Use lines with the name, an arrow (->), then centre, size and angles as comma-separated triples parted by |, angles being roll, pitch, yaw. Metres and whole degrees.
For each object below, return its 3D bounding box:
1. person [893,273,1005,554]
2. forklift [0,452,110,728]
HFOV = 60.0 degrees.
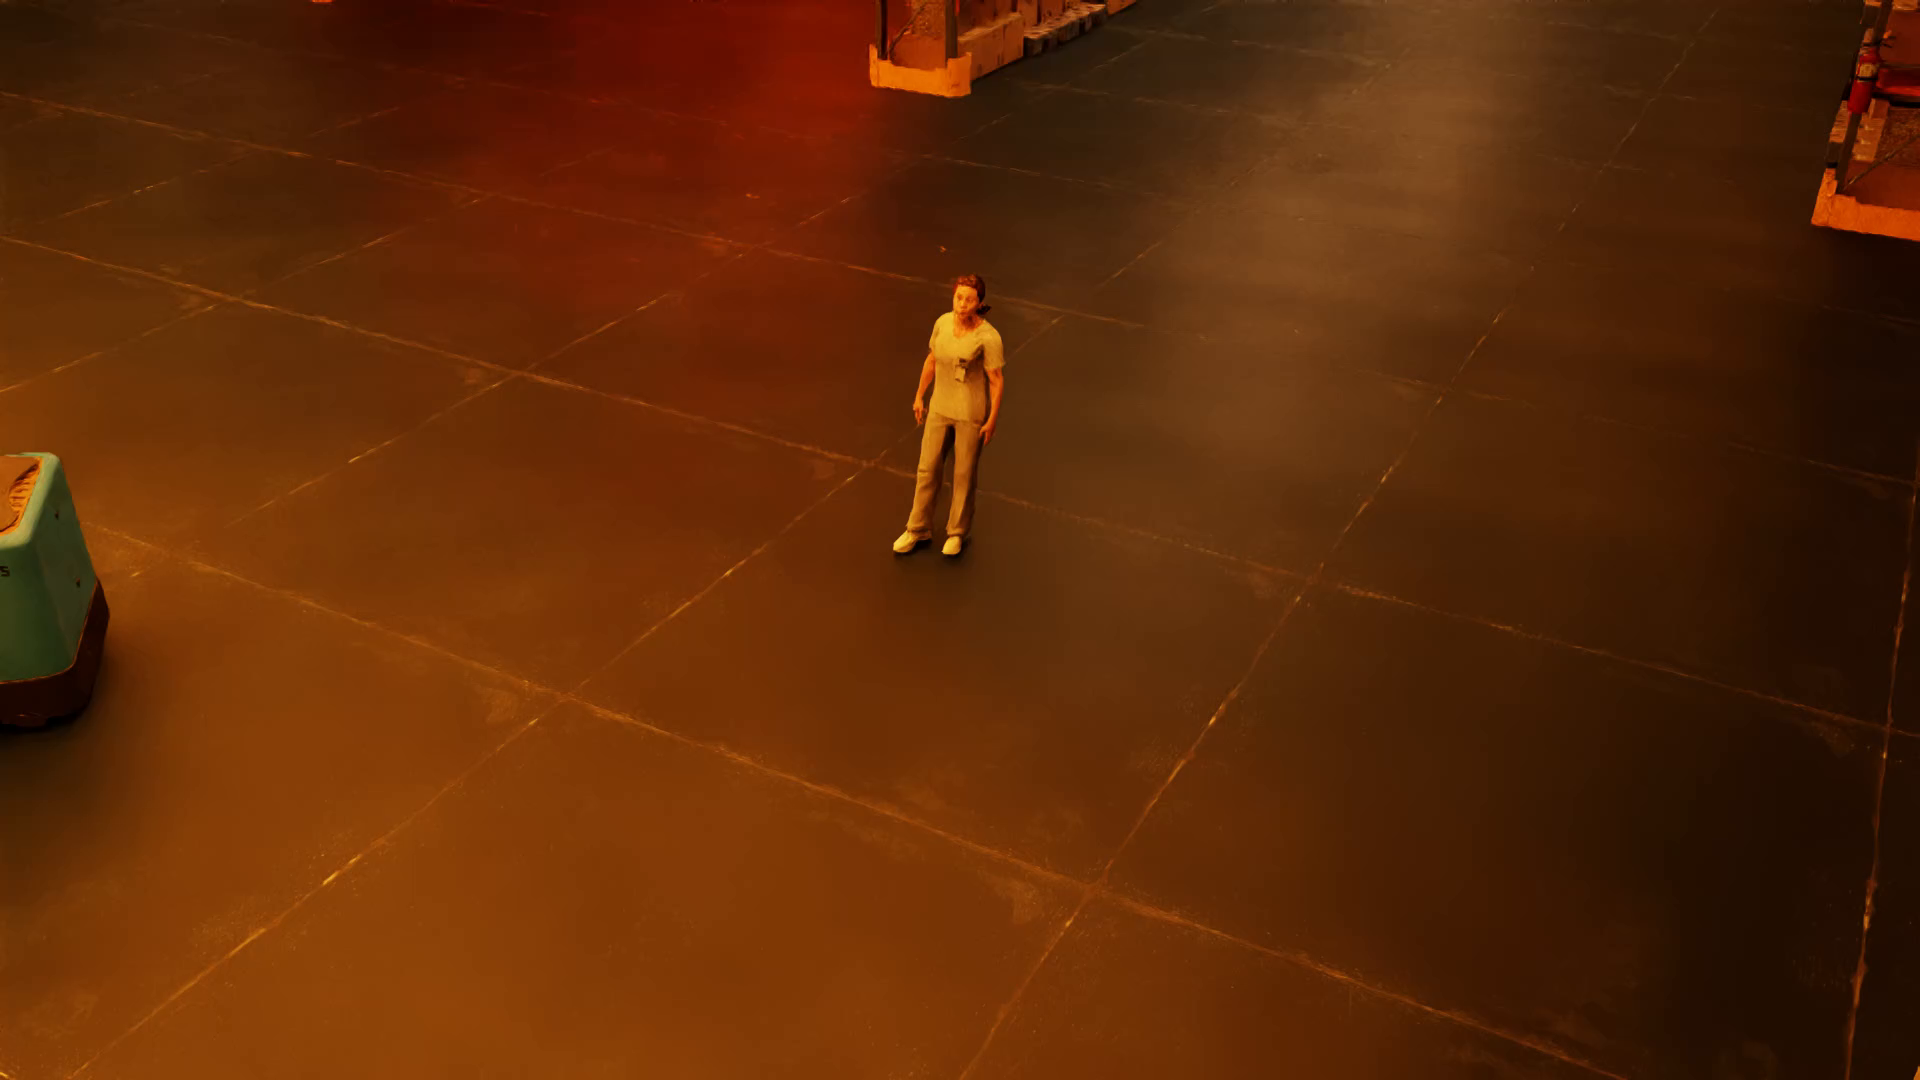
person -> -0.047, -0.703, 9.530 | 0.550, 1.674, 0.548 | 15, 33, 25
forklift -> -6.001, -0.373, 7.716 | 3.031, 2.935, 1.130 | -9, 31, -15
